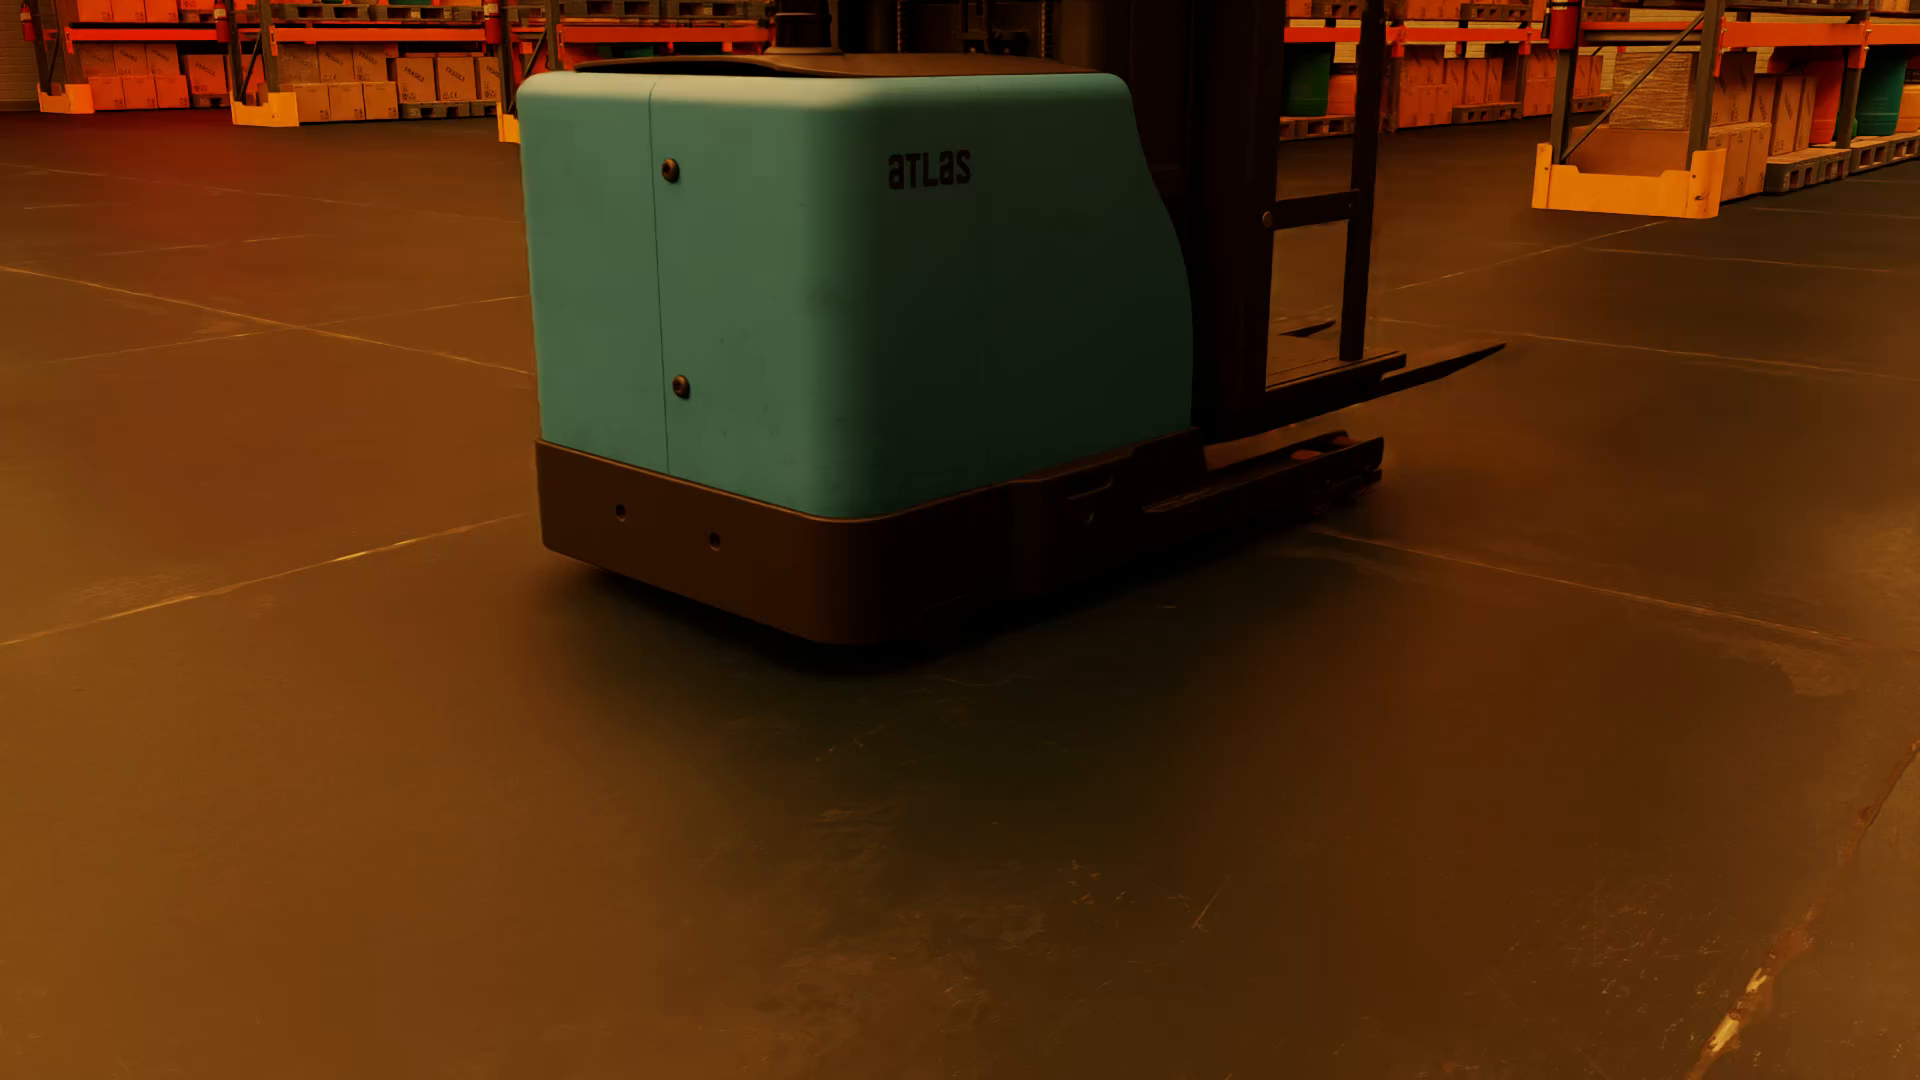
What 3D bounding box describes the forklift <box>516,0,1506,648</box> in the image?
[{"bbox_3d":[0.443,-1.552,4.008,1.130,2.935,3.031,15,22,40],"label":"forklift"}]
